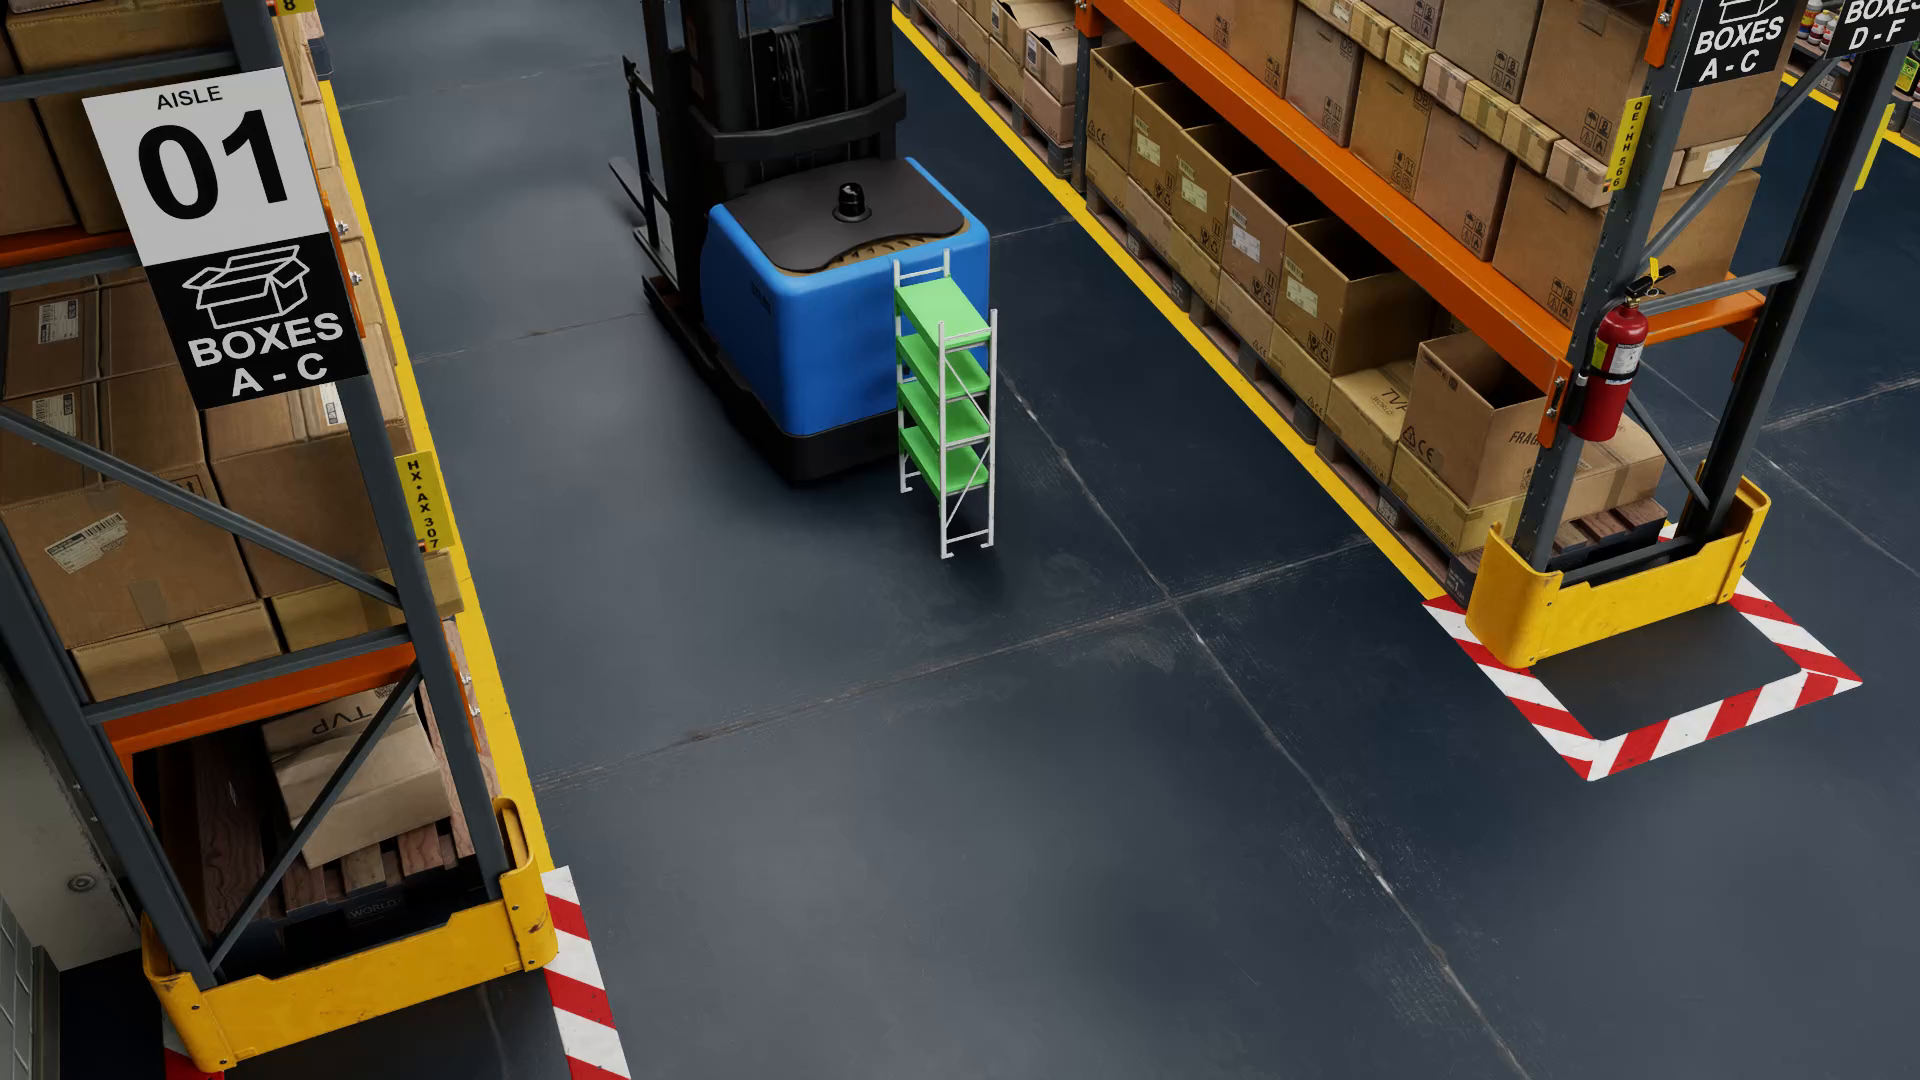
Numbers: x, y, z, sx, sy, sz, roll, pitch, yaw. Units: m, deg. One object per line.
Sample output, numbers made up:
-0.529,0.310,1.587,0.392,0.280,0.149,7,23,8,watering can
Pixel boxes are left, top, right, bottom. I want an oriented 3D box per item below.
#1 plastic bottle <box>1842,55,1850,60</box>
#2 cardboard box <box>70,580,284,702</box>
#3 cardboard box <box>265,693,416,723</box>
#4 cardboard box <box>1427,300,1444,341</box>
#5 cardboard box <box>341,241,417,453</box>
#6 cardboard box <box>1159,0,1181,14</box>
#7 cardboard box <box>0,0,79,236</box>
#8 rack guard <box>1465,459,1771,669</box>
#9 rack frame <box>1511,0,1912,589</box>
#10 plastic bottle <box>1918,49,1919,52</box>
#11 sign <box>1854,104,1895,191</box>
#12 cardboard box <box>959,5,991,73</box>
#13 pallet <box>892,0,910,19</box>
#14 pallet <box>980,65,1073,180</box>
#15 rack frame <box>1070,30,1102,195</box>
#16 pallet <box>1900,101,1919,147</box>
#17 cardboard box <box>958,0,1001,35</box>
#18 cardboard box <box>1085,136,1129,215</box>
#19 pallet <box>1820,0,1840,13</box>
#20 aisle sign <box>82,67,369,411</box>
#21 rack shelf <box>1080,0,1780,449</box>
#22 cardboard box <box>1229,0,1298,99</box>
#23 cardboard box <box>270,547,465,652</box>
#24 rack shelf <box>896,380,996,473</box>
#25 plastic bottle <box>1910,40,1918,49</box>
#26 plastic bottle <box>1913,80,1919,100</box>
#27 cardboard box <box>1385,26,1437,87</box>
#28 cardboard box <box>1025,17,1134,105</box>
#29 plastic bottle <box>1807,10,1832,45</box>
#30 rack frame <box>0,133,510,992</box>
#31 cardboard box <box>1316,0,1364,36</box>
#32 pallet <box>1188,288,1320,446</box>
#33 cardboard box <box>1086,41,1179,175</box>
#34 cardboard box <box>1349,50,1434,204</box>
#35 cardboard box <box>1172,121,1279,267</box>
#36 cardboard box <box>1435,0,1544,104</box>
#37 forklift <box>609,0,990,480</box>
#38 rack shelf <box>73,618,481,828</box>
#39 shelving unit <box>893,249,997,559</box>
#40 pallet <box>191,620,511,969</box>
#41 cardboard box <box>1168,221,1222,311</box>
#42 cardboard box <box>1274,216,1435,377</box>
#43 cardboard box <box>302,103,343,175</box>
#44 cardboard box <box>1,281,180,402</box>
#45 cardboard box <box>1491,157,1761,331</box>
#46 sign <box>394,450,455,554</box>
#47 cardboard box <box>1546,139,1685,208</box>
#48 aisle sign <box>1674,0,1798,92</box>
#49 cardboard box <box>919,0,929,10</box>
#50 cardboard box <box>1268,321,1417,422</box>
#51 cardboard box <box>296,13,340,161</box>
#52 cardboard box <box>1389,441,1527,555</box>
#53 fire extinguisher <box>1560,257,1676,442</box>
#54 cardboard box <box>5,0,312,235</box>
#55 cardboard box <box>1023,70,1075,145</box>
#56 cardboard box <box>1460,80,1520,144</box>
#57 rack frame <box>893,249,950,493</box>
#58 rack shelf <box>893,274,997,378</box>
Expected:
5.570,-3.160,10.376,0.152,0.276,0.135,-14,43,-15,plastic bottle
-2.276,0.182,4.838,0.500,0.250,0.500,-15,43,-16,cardboard box
-2.318,0.436,6.168,0.500,0.311,0.500,-12,42,-13,cardboard box
2.261,-1.251,7.616,0.500,0.500,0.500,-15,43,-17,cardboard box
-2.003,-0.532,5.093,0.500,0.500,0.500,-15,43,-17,cardboard box
1.302,-3.054,8.425,0.700,0.500,0.500,-16,43,-18,cardboard box
-2.312,-1.006,3.726,0.500,0.500,0.500,-12,42,-14,cardboard box
2.666,0.090,6.762,1.175,0.500,0.348,-15,43,-17,rack guard
2.657,-0.873,5.964,1.000,3.000,0.127,-15,43,-17,rack frame
5.793,-2.865,10.036,0.097,0.271,0.097,0,41,0,plastic bottle
3.172,-1.366,5.813,0.100,0.325,0.005,-15,43,-17,sign
0.312,-3.190,10.445,0.500,0.250,0.500,-14,43,-16,cardboard box
-0.125,-4.129,11.889,1.003,0.211,1.213,-15,43,-17,pallet
0.808,-2.659,10.180,1.003,0.211,1.213,-15,43,-17,pallet
1.126,-3.282,8.766,1.000,3.000,0.127,-15,43,-17,rack frame
6.393,-2.307,9.771,1.003,0.211,1.213,-15,43,-17,pallet
0.313,-3.397,10.256,0.500,0.311,0.500,-15,43,-17,cardboard box
1.024,-2.044,9.113,0.500,0.250,0.500,-15,43,-17,cardboard box
5.368,-3.922,11.649,1.003,0.211,1.213,-15,43,-17,pallet
-1.614,-0.652,3.713,0.394,0.787,0.004,-15,43,-17,aisle sign
1.892,-1.805,7.600,1.077,0.370,4.000,-15,43,-17,rack shelf
1.698,-2.435,7.704,0.700,0.500,0.500,-14,43,-16,cardboard box
-1.812,0.042,5.001,0.500,0.250,0.500,-16,43,-18,cardboard box
-0.063,-0.506,7.016,0.258,0.148,0.480,-15,43,-17,rack shelf
5.702,-2.975,10.103,0.144,0.351,0.185,-17,43,-19,plastic bottle
5.789,-2.742,9.946,0.097,0.201,0.097,0,41,0,plastic bottle
1.940,-1.961,6.655,0.380,0.149,0.250,-14,43,-16,cardboard box
0.707,-2.784,9.543,0.500,0.311,0.500,-15,43,-17,cardboard box
5.460,-3.259,10.548,0.097,0.201,0.097,0,41,0,plastic bottle
-1.918,0.366,4.524,1.000,3.000,0.127,-15,43,-17,rack frame
1.739,-2.273,7.018,0.380,0.149,0.250,-16,43,-17,cardboard box
1.863,-0.999,8.250,1.003,0.211,1.213,-15,43,-17,pallet
1.015,-2.326,8.866,0.500,0.500,0.500,-15,43,-17,cardboard box
2.100,-1.811,6.978,0.700,0.500,0.500,-15,43,-17,cardboard box
1.397,-1.723,8.165,0.500,0.500,0.500,-15,43,-17,cardboard box
2.264,-2.034,6.243,0.700,0.500,0.500,-16,43,-18,cardboard box
-0.988,-2.333,7.715,1.130,2.935,3.031,-19,44,-21,forklift
-2.684,-0.567,6.160,1.077,0.370,4.000,-15,43,-17,rack shelf
-0.063,-0.555,6.975,0.258,1.200,0.503,-15,43,-17,shelving unit
-2.226,0.879,6.066,1.003,0.211,1.213,-15,43,-17,pallet
1.397,-1.439,8.409,0.500,0.250,0.500,-15,43,-17,cardboard box
1.781,-1.121,7.465,0.500,0.500,0.500,-15,43,-17,cardboard box
-2.404,-1.153,5.815,0.500,0.500,0.500,-14,43,-16,cardboard box
-2.479,-0.406,4.946,0.500,0.500,0.500,-15,43,-16,cardboard box
2.490,-1.195,6.262,0.700,0.500,0.500,-15,43,-17,cardboard box
-1.417,-0.098,4.400,0.100,0.325,0.005,-15,43,-17,sign
2.335,-1.339,5.932,0.380,0.149,0.250,-16,43,-18,cardboard box
2.411,-1.745,4.985,0.394,0.787,0.004,-15,43,-17,aisle sign
-0.077,-3.805,11.161,0.500,0.250,0.500,-16,43,-18,cardboard box
1.783,-0.838,7.710,0.500,0.250,0.500,-15,43,-17,cardboard box
-2.786,-1.772,6.535,0.500,0.500,0.500,-15,43,-17,cardboard box
2.179,-0.239,7.014,0.500,0.250,0.500,-15,43,-17,cardboard box
2.273,-0.656,5.772,0.296,0.674,0.183,-15,43,-17,fire extinguisher
-1.815,-1.081,3.814,0.500,0.500,0.500,-14,43,-16,cardboard box
0.700,-2.576,9.732,0.500,0.250,0.500,-16,43,-17,cardboard box
2.135,-1.650,6.294,0.380,0.149,0.250,-16,43,-17,cardboard box
-0.157,-0.702,7.146,0.240,1.200,0.015,-15,43,-17,rack frame
-0.063,-0.870,6.703,0.258,0.148,0.480,-15,43,-17,rack shelf
